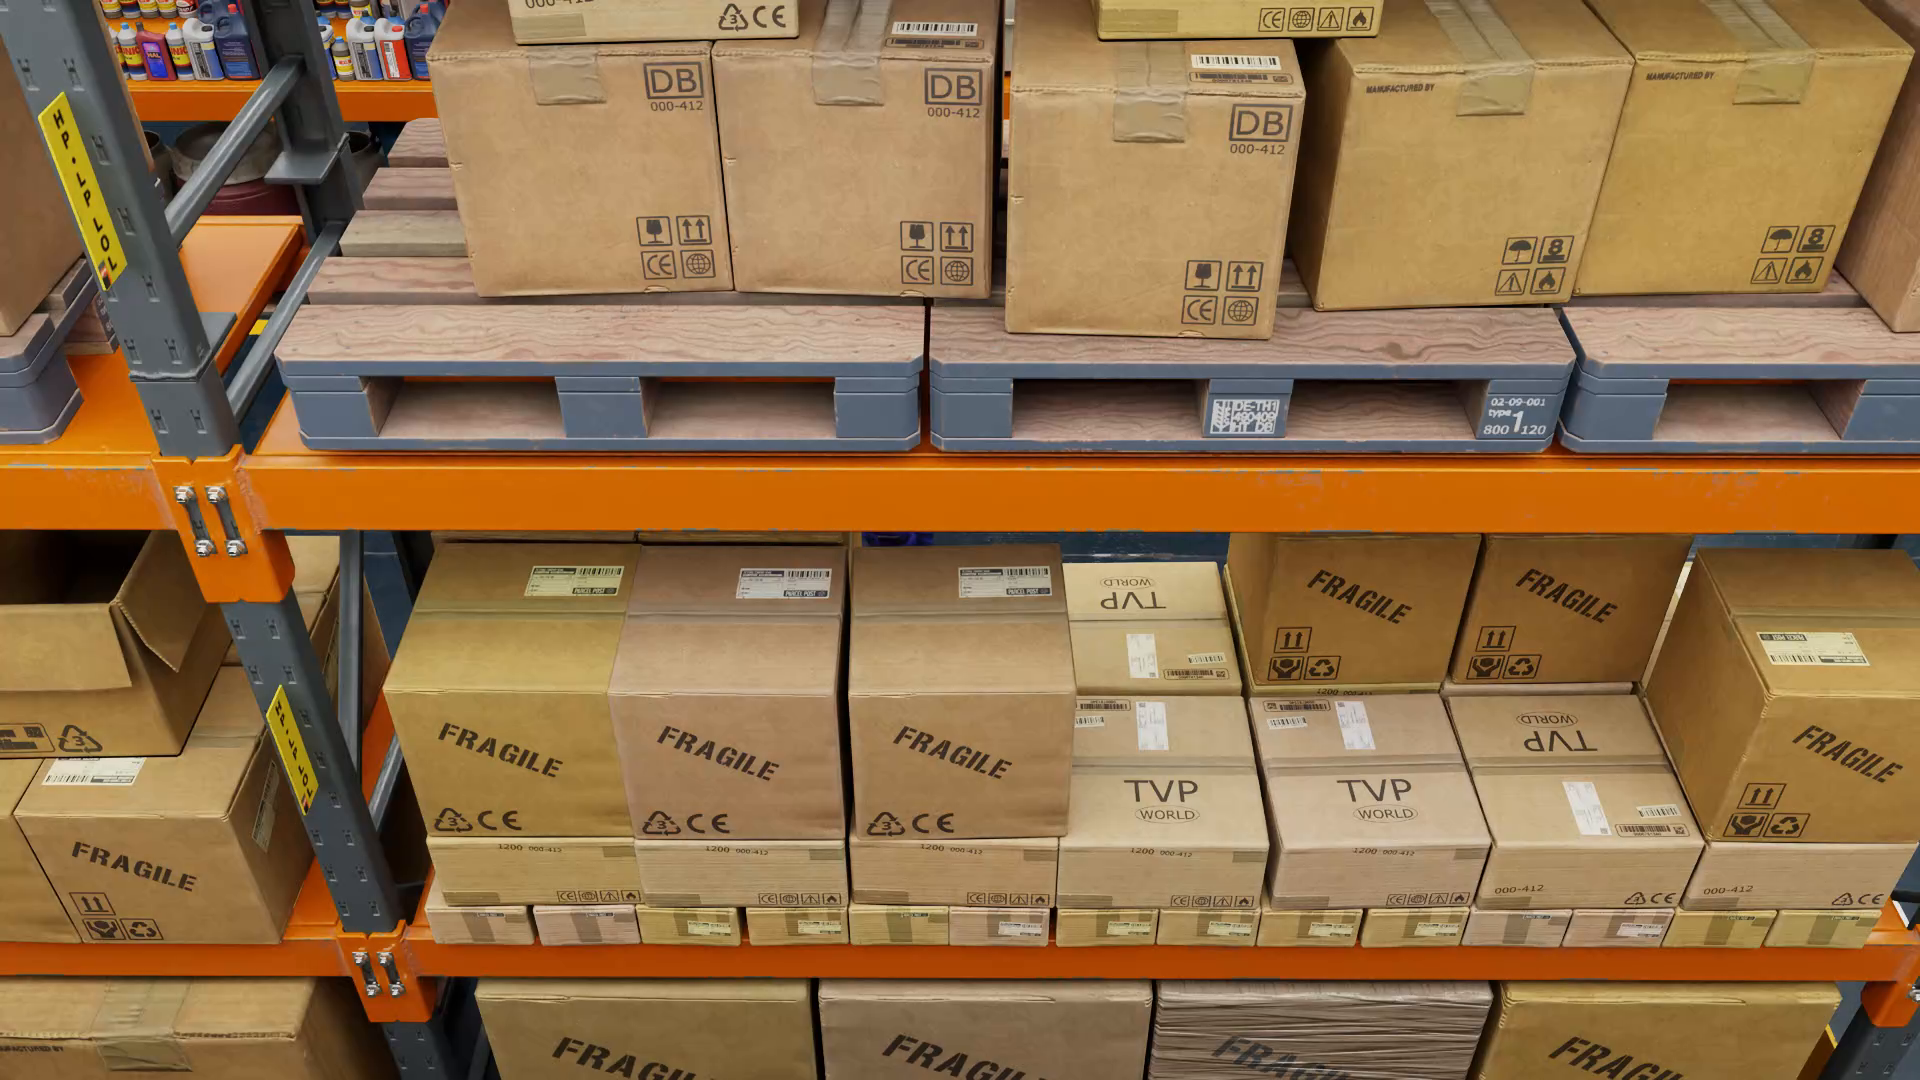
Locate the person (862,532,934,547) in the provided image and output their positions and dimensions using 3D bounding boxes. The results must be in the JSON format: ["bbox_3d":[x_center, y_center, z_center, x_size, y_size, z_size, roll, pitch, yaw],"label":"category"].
[{"bbox_3d":[-0.244,0.175,5.950,0.346,1.654,0.508,-1,40,-1],"label":"person"}]
